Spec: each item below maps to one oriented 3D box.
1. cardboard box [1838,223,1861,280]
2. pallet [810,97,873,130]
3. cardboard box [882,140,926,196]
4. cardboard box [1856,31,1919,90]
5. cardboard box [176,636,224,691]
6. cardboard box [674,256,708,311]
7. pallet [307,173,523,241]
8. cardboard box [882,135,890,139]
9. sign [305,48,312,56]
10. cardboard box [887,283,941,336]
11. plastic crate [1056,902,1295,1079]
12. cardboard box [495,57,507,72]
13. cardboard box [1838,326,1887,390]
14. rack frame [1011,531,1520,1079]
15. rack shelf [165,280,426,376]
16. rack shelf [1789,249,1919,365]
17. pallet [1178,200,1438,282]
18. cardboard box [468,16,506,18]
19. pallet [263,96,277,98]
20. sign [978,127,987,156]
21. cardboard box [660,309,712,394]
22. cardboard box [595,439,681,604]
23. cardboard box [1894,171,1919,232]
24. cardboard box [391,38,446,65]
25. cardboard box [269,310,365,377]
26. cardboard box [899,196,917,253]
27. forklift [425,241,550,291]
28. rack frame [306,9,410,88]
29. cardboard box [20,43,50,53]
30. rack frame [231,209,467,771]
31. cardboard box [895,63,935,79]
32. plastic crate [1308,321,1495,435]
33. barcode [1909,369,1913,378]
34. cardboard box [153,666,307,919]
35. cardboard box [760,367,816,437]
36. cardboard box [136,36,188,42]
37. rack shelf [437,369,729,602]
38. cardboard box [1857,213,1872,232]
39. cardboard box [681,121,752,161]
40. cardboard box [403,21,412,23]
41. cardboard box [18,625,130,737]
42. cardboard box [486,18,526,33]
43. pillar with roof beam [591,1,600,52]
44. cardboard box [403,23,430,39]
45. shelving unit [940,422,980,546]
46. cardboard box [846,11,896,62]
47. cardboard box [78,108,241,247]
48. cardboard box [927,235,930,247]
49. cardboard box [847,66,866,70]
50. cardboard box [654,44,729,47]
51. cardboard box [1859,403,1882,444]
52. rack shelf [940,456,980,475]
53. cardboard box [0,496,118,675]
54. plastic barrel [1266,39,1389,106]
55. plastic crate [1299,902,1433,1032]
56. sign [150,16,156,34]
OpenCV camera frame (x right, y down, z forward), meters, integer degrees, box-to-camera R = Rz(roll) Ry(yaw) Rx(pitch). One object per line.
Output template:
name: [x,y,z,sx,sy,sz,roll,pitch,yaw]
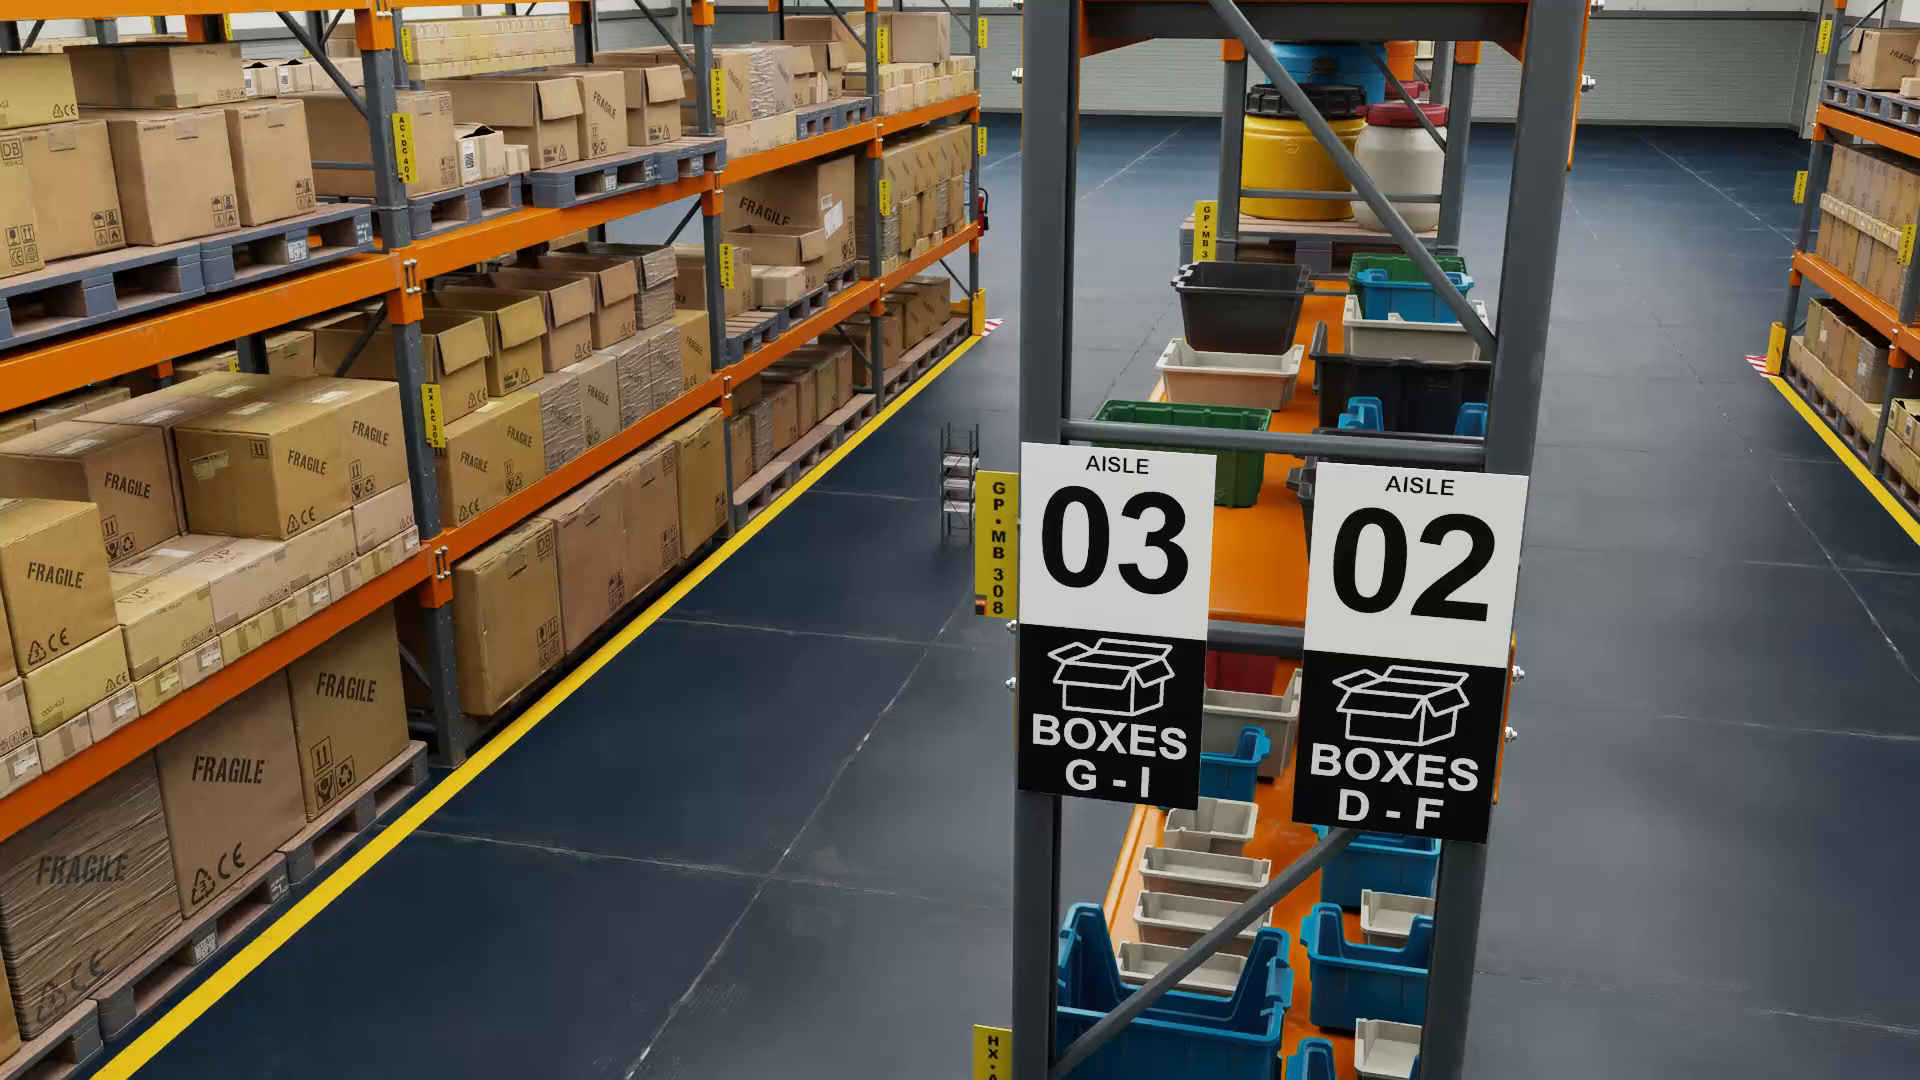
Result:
cardboard box: [8.953,-2.784,16.042,0.700,0.500,0.500,5,19,14]
pallet: [-1.506,-3.877,15.048,1.213,0.211,1.003,5,19,13]
cardboard box: [-0.652,-3.827,17.090,0.500,0.500,0.500,5,19,13]
cardboard box: [8.660,-4.435,15.369,0.500,0.500,0.500,5,19,13]
cardboard box: [-3.340,0.499,6.976,0.380,0.149,0.250,5,19,14]
cardboard box: [-2.136,-1.896,12.794,0.500,0.500,0.500,2,19,7]
pallet: [-3.031,-1.844,9.102,0.805,0.209,1.217,4,19,11]
cardboard box: [-1.039,-4.026,17.671,0.500,0.500,0.500,5,19,13]
sign: [-6.576,-4.900,16.830,0.100,0.325,0.005,5,19,13]
cardboard box: [-0.556,-2.617,18.925,0.500,0.500,0.500,10,21,28]
plastic crate: [0.520,1.256,4.222,0.616,0.435,0.499,5,19,13]
cardboard box: [-5.247,-5.266,18.407,0.380,0.149,0.250,5,19,14]
cardboard box: [8.506,-1.676,15.398,0.500,0.500,0.500,5,19,13]
rack frame: [0.619,1.421,3.887,1.000,3.000,0.127,5,19,13]
rack shelf: [-6.526,-2.188,15.565,1.077,0.370,4.000,5,19,13]
rack shelf: [8.842,-2.235,15.702,1.077,0.370,4.000,5,19,13]
pallet: [1.693,-1.417,7.846,1.213,0.211,1.003,5,19,13]
cardboard box: [-5.574,-6.095,19.600,0.380,0.149,0.250,4,19,13]
pallet: [-6.213,-4.193,15.977,0.805,0.209,1.217,4,19,11]
sign: [0.258,-4.633,19.330,0.100,0.325,0.005,5,19,13]
cardboard box: [-2.110,-1.351,11.847,0.500,0.500,0.500,5,20,15]
cardboard box: [-2.643,-0.178,11.205,1.225,0.875,0.875,5,19,14]
cardboard box: [8.578,-2.907,14.397,0.700,0.500,0.500,5,19,13]
cardboard box: [-5.646,-5.021,17.075,0.500,0.250,0.500,5,19,14]
cardboard box: [-6.341,-1.785,16.105,1.050,0.750,0.750,5,19,13]
cardboard box: [-0.926,-3.210,16.829,0.875,0.500,0.500,5,19,13]
forklift: [-4.196,-2.076,14.231,1.130,2.935,3.031,5,19,14]
rack frame: [-6.037,-5.994,16.314,1.000,3.000,0.127,5,19,13]
cardboard box: [-10.360,-5.431,18.462,0.380,0.149,0.250,4,19,12]
rack frame: [-3.207,-0.224,8.703,1.000,3.000,0.127,5,19,13]
cardboard box: [-0.477,-4.921,17.430,0.380,0.149,0.250,4,19,11]
plastic crate: [1.259,-0.427,4.751,0.504,0.338,0.767,5,19,13]
barcode: [7.887,-1.381,13.790,0.001,0.075,0.075,5,19,13]
cardboard box: [-3.665,1.065,7.566,0.875,0.875,0.875,5,19,13]
cardboard box: [-1.694,-1.243,14.872,0.700,0.500,0.500,3,19,9]
cardboard box: [-6.861,-4.181,14.688,0.500,0.500,0.500,5,19,13]
rack shelf: [-2.718,-0.511,10.655,1.077,0.370,4.000,5,19,13]
cardboard box: [8.649,-2.968,15.579,0.380,0.149,0.250,5,19,14]
cardboard box: [-1.868,-2.954,12.286,0.500,0.250,0.500,5,19,14]
cardboard box: [-6.072,-5.455,17.727,0.380,0.149,0.250,5,19,14]
cardboard box: [-3.558,0.510,6.326,0.500,0.250,0.500,4,19,12]
cardboard box: [-5.124,-5.802,18.743,0.380,0.149,0.250,4,19,13]
pillar with roof beam: [-5.704,-15.033,42.778,9.100,9.000,0.400,5,19,13]
cardboard box: [-5.618,-5.166,16.882,0.380,0.149,0.250,5,19,14]
shelving unit: [-0.002,-0.423,12.535,0.258,0.900,0.210,5,19,13]
cardboard box: [-0.899,-5.385,17.785,0.500,0.500,0.500,5,19,13]
cardboard box: [-3.475,-1.519,6.894,0.700,0.500,0.500,6,20,16]
cardboard box: [-0.537,-3.210,17.832,0.380,0.149,0.250,5,19,13]
cardboard box: [-1.145,-4.719,16.838,0.380,0.149,0.250,5,20,15]
cardboard box: [-2.105,-3.666,13.211,0.500,0.500,0.500,5,19,14]
cardboard box: [8.254,-1.008,14.603,0.500,0.250,0.500,5,19,13]
rack shelf: [-0.002,-0.562,12.487,0.258,0.077,0.200,5,19,13]
cardboard box: [-3.562,0.156,6.201,0.500,0.500,0.500,4,19,12]
plastic barrel: [1.865,-2.235,8.526,0.600,0.901,0.708,5,19,13]
plastic crate: [1.159,1.214,4.659,0.416,0.233,0.300,5,19,13]
sign: [-10.411,-6.644,21.505,0.100,0.325,0.005,5,19,13]
